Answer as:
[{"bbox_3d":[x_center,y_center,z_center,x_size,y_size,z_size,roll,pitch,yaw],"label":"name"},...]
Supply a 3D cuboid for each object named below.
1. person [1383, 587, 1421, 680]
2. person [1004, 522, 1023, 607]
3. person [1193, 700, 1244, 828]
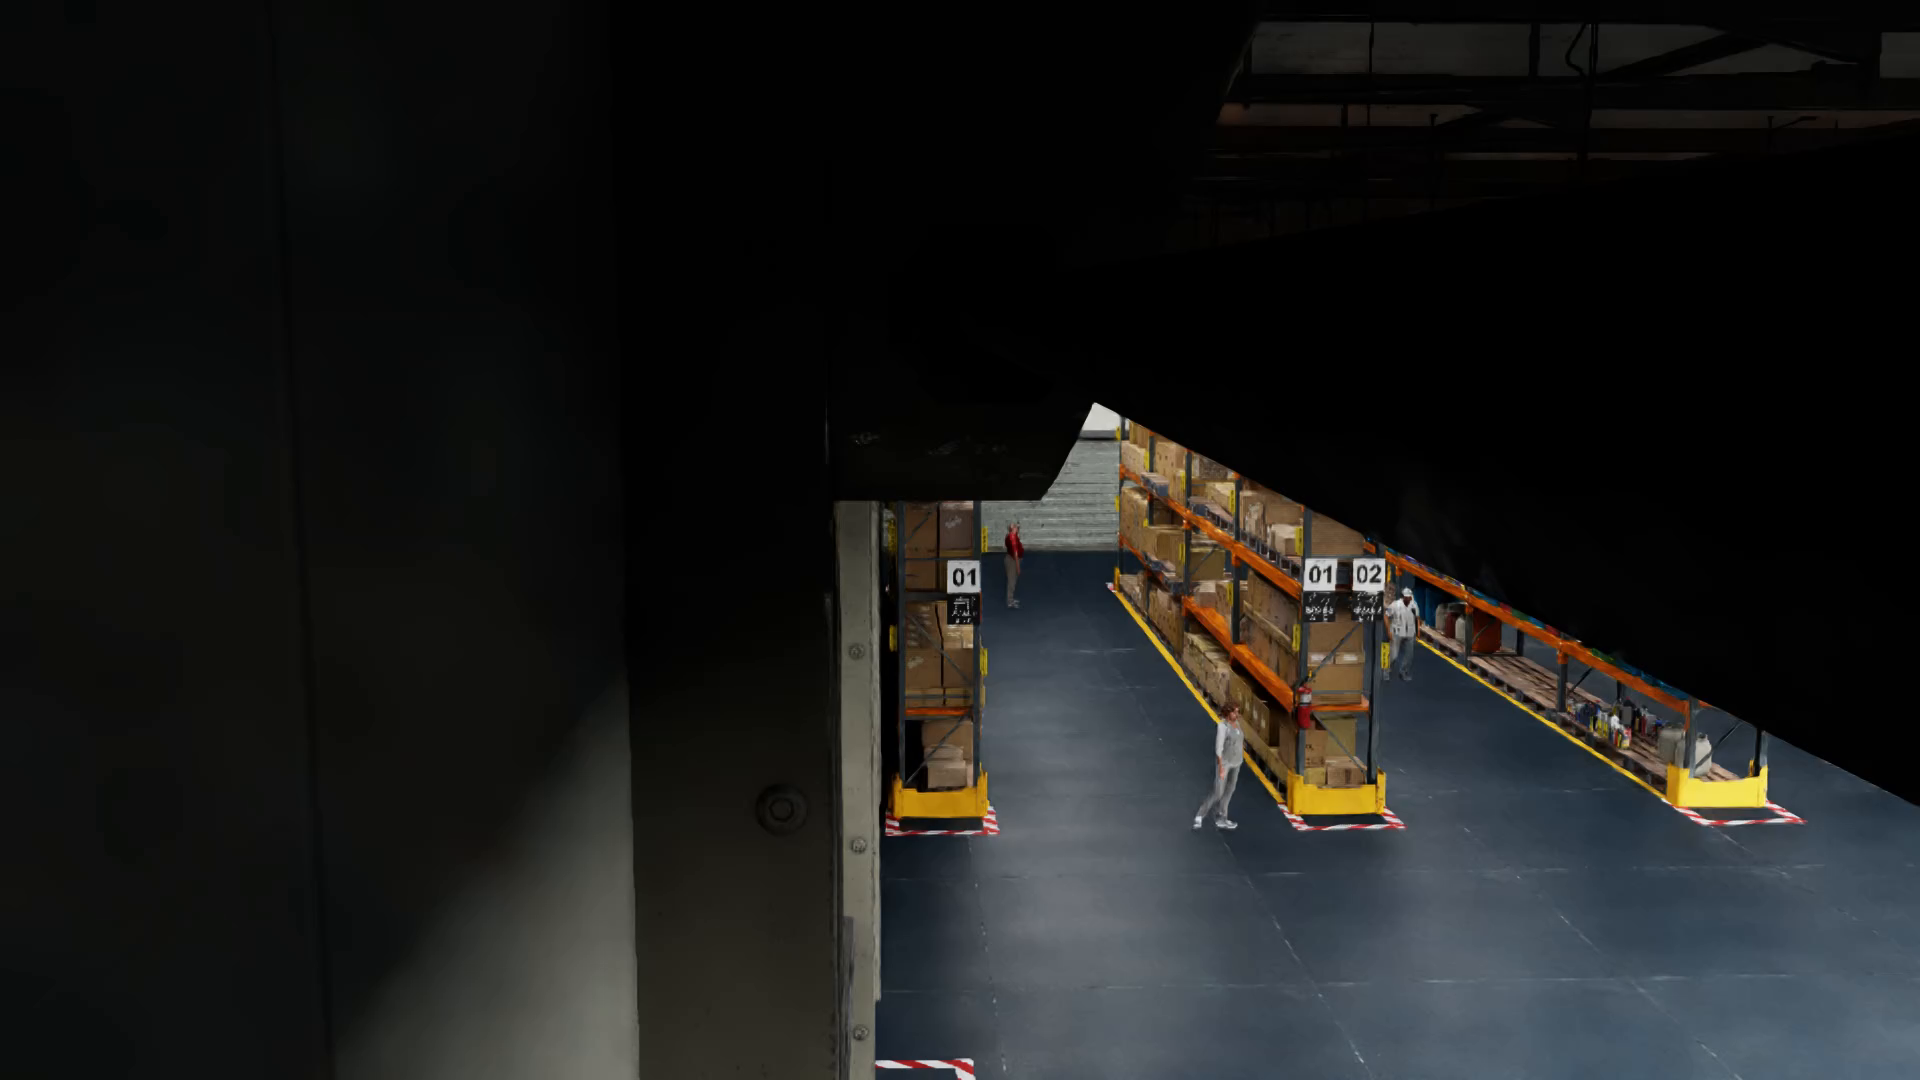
[{"bbox_3d":[7.371,1.566,27.705,0.625,1.611,0.575,-1,8,-5],"label":"person"},{"bbox_3d":[1.117,0.485,34.577,0.402,1.734,0.684,-2,8,-12],"label":"person"},{"bbox_3d":[3.094,2.696,19.920,0.472,1.588,0.589,7,11,42],"label":"person"}]
